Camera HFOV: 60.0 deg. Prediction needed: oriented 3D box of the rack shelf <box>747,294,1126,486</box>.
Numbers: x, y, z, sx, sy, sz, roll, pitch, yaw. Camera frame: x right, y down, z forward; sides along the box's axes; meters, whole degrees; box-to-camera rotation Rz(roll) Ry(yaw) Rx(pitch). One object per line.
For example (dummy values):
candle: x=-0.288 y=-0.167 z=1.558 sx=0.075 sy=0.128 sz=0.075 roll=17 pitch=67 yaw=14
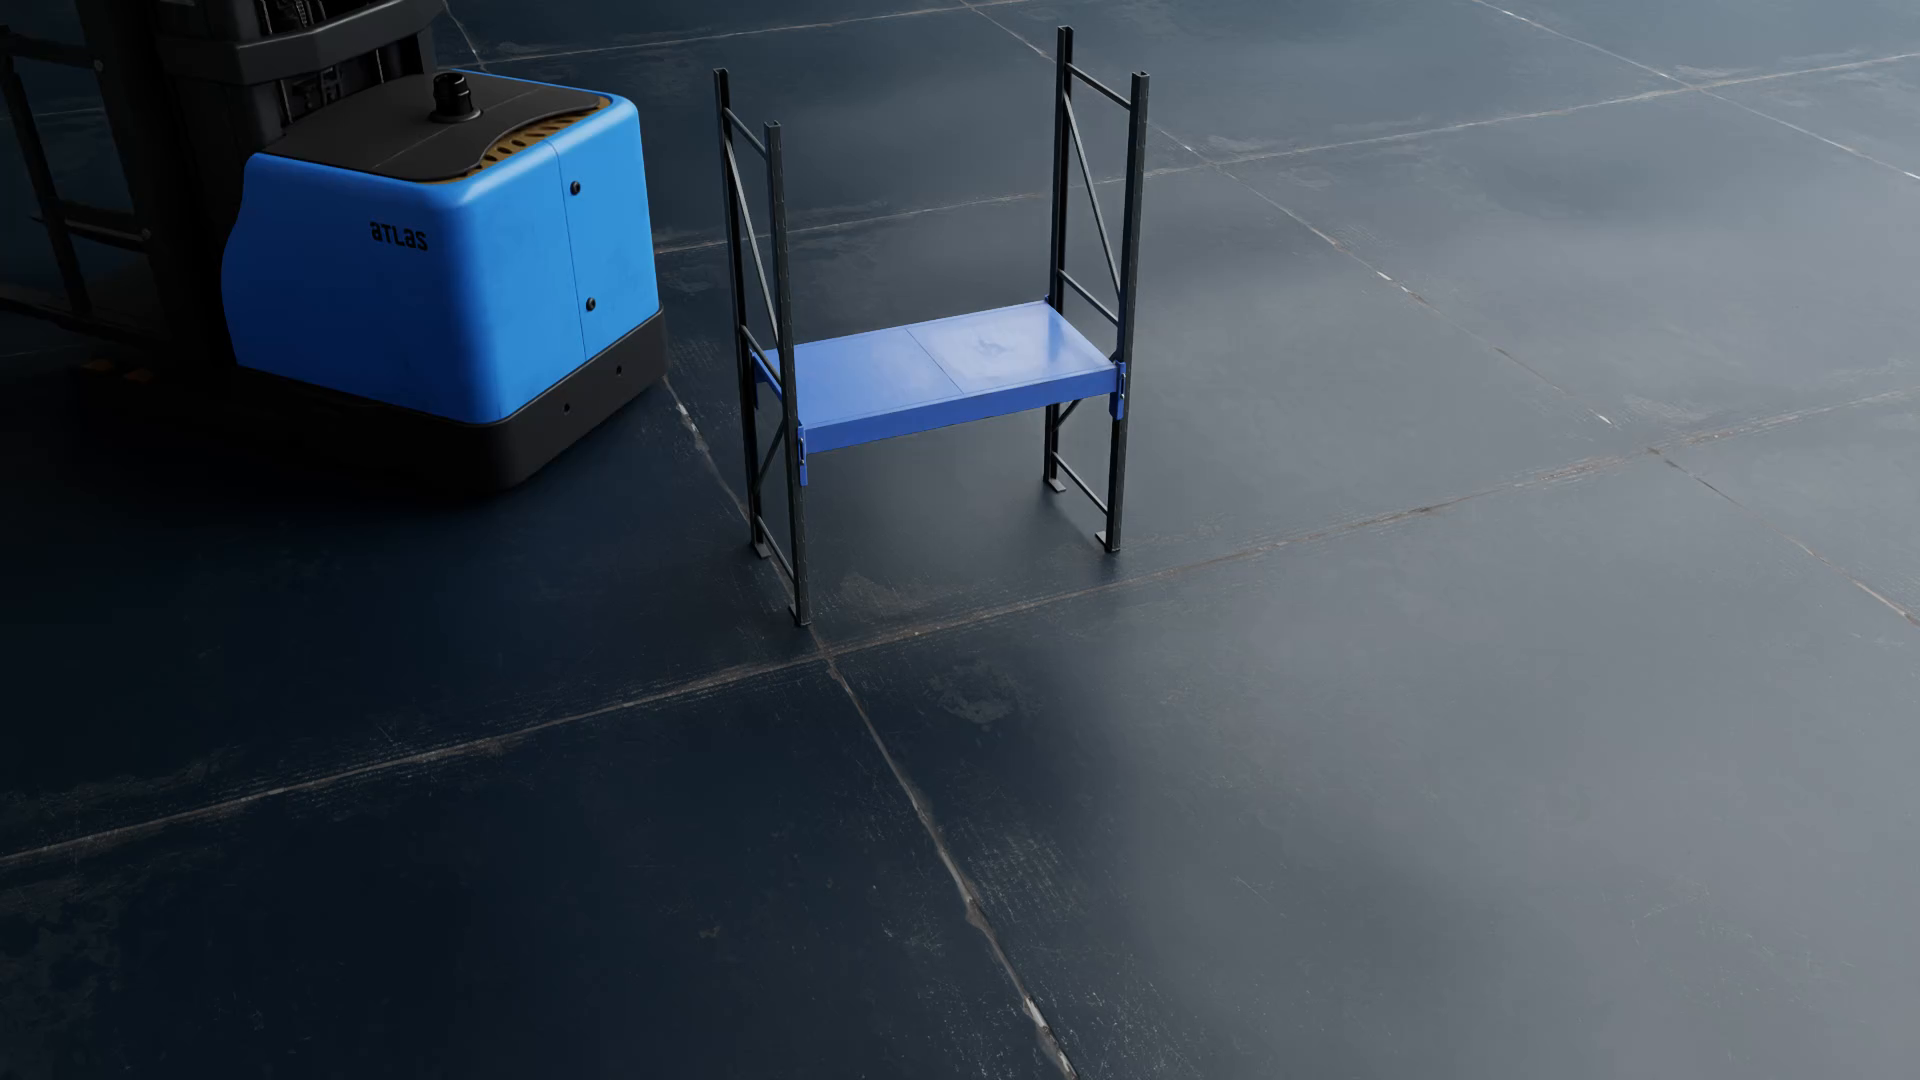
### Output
rack shelf: x=-0.079 y=-0.460 z=4.911 sx=1.000 sy=0.185 sz=0.538 roll=-13 pitch=35 yaw=-19

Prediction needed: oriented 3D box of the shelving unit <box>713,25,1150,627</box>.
shelving unit: x=-0.079 y=-0.611 z=4.813 sx=1.048 sy=1.500 sz=0.538 roll=-13 pitch=35 yaw=-19

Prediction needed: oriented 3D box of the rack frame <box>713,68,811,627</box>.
rack frame: x=-0.547 y=-0.503 z=4.648 sx=0.032 sy=1.500 sz=0.500 roll=-13 pitch=35 yaw=-19

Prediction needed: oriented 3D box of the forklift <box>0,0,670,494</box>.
forklift: x=-2.622 y=-1.912 z=5.501 sx=3.031 sy=2.935 sz=1.130 roll=14 pitch=36 yaw=21

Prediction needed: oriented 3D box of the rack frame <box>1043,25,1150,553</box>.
rack frame: x=0.390 y=-0.718 z=4.978 sx=0.032 sy=1.500 sz=0.500 roll=-13 pitch=35 yaw=-19
